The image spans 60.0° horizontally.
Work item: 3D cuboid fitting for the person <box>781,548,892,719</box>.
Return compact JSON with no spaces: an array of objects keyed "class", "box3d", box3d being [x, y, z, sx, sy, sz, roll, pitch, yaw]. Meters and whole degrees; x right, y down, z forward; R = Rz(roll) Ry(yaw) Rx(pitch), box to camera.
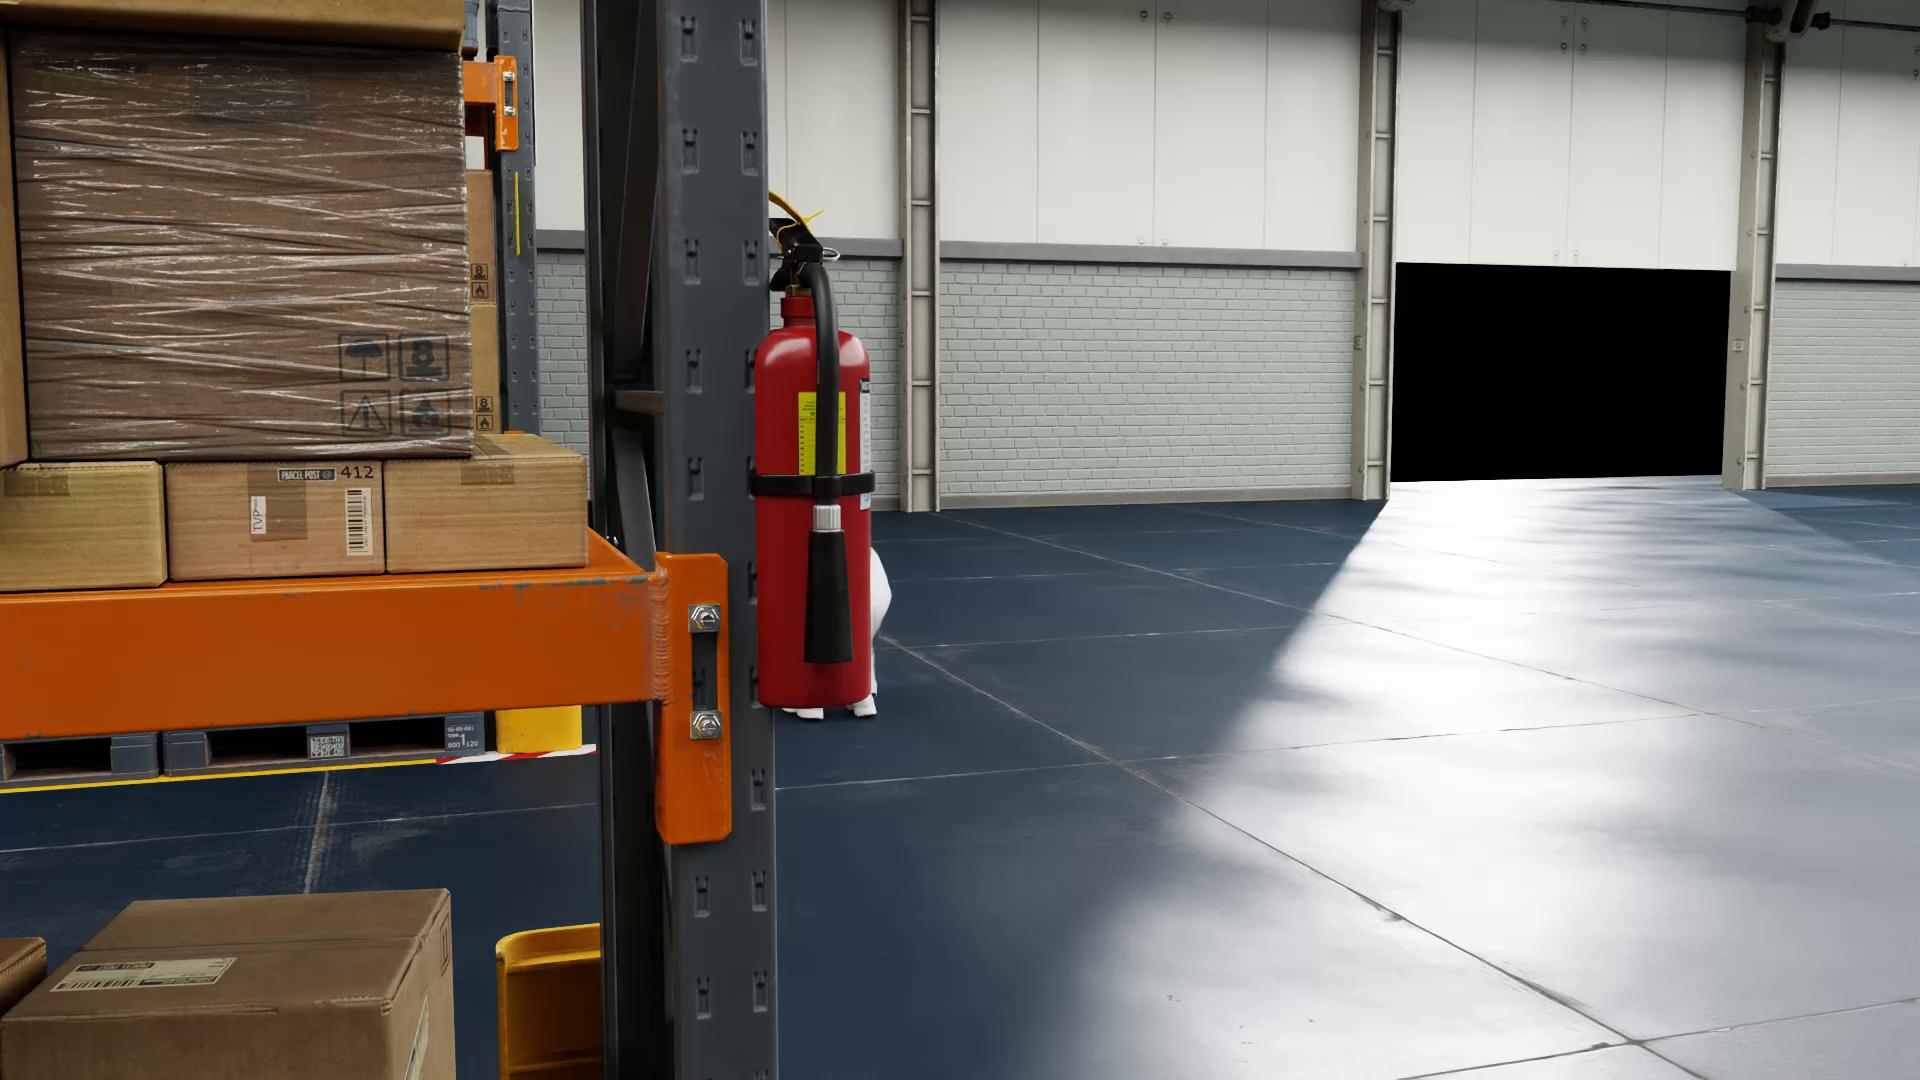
[{"class":"person","box3d":[-0.647,0.384,7.803,0.584,0.848,0.957,-2,6,-20]}]
